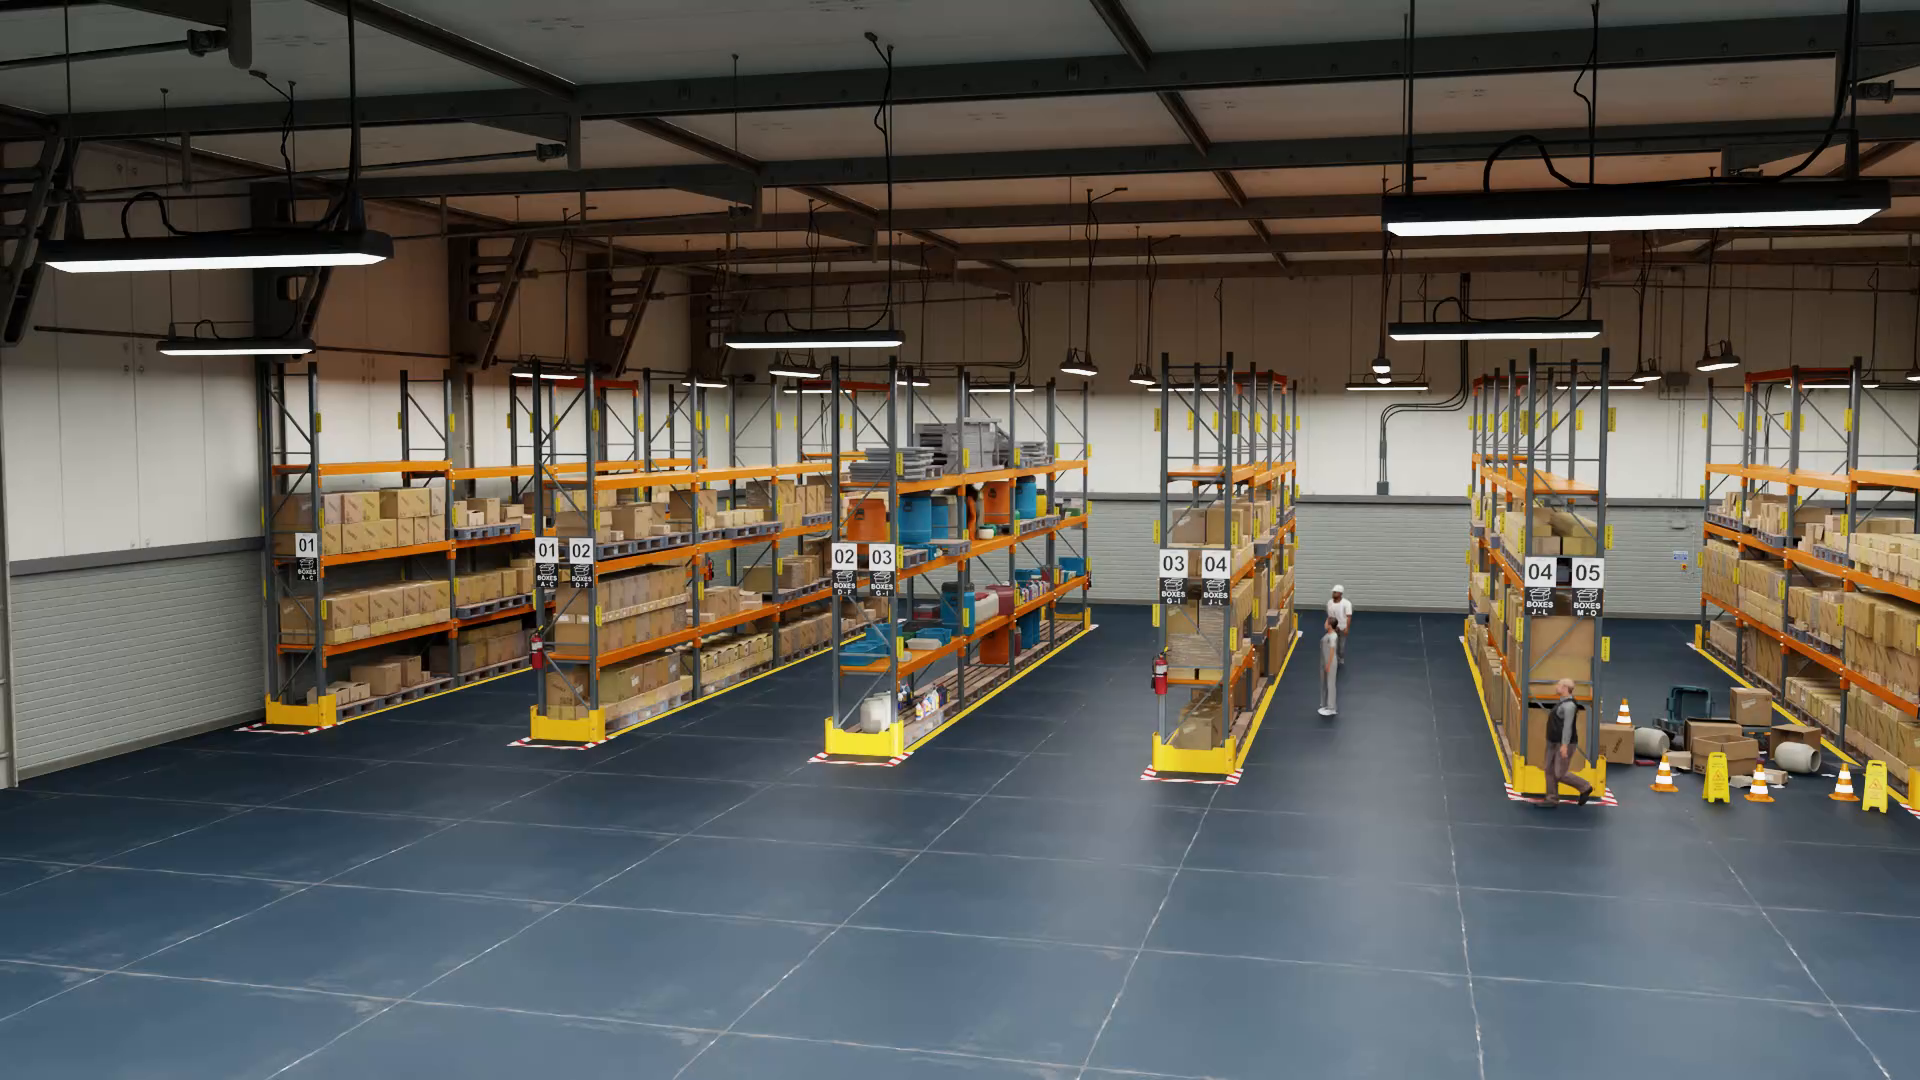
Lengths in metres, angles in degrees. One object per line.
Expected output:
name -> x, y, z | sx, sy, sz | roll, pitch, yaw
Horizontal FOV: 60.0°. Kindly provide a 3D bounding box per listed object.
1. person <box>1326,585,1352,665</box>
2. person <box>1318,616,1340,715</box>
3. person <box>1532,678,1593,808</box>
person -> 7.680, 1.780, 33.696 | 0.502, 1.725, 1.080 | 1, 4, 11
person -> 6.327, 2.153, 28.635 | 0.412, 1.676, 0.452 | -1, 4, -17
person -> 7.800, 2.633, 21.472 | 0.643, 1.711, 0.529 | -1, 4, -10
